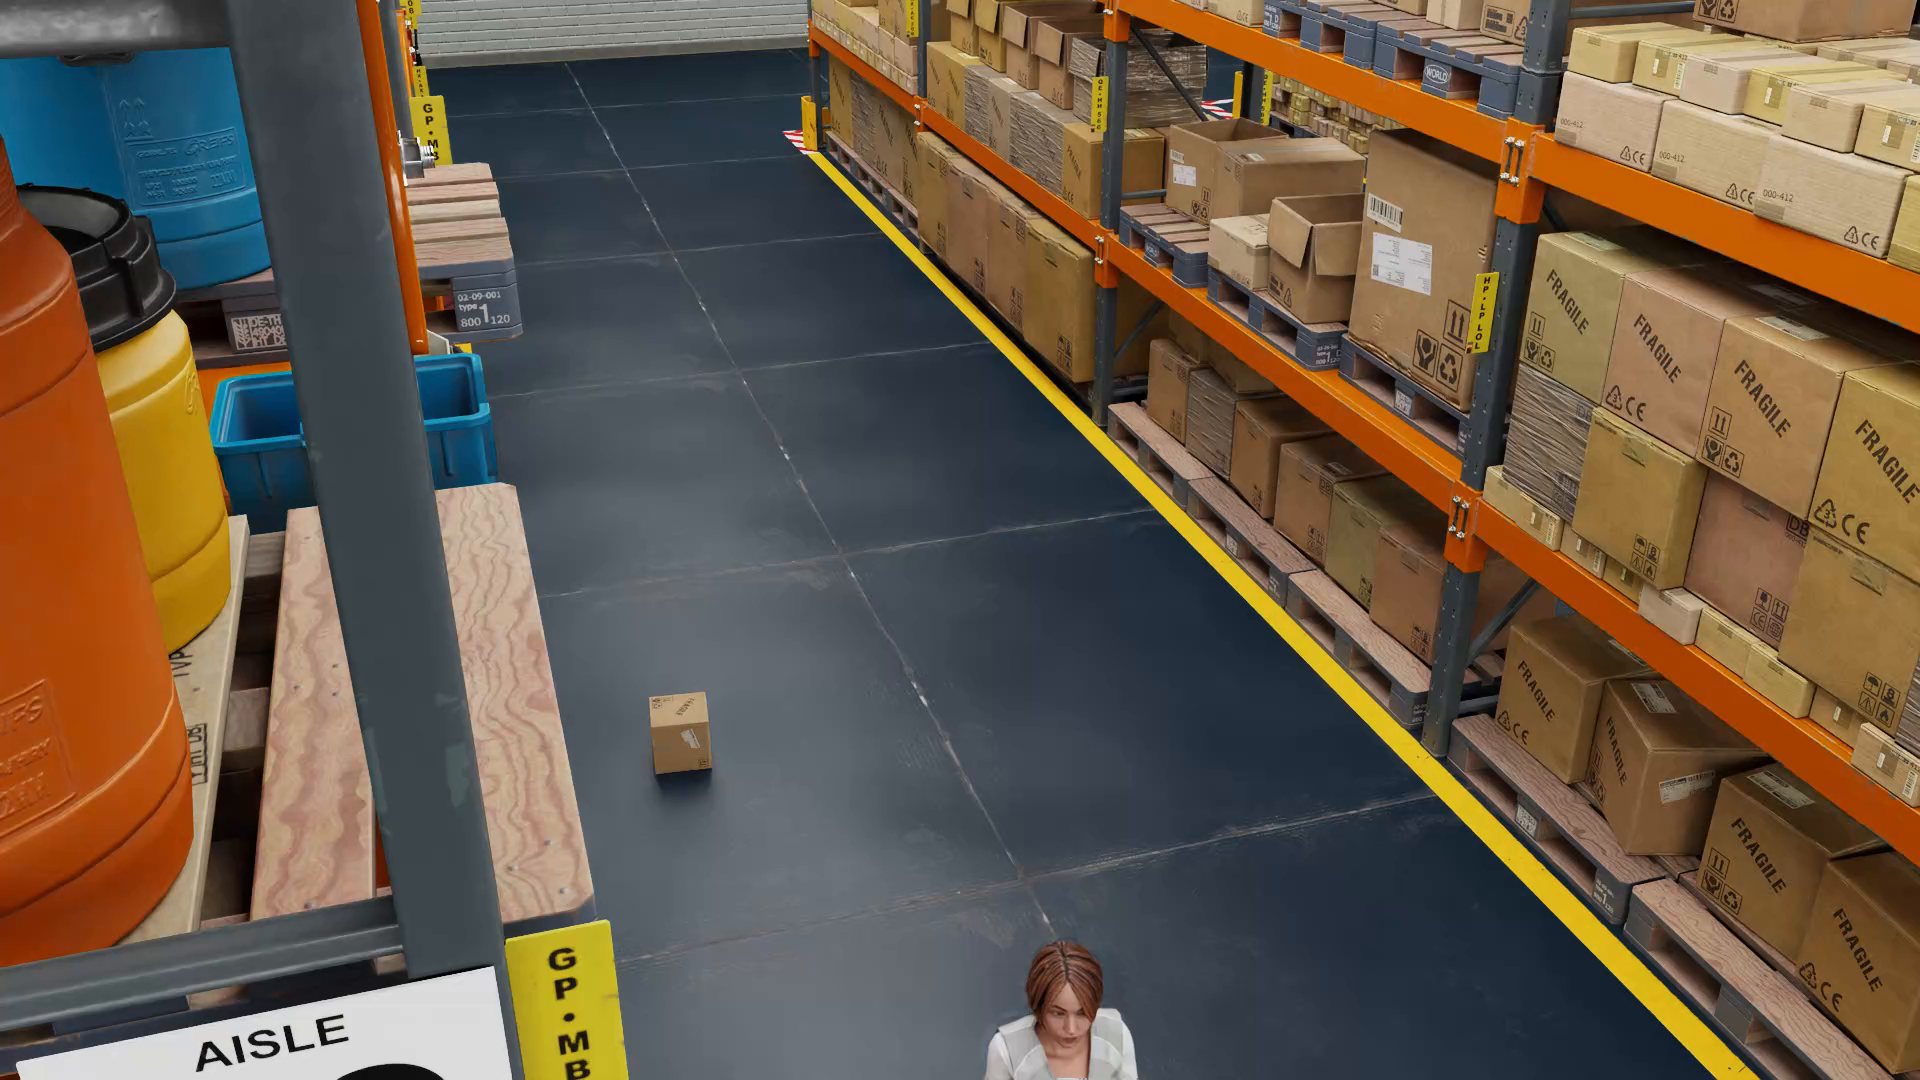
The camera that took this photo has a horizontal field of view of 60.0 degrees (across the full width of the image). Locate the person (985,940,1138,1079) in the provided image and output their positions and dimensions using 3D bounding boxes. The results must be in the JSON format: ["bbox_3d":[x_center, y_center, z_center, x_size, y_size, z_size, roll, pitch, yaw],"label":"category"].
[{"bbox_3d":[0.292,1.715,4.186,0.426,1.560,0.856,-7,28,-14],"label":"person"}]
